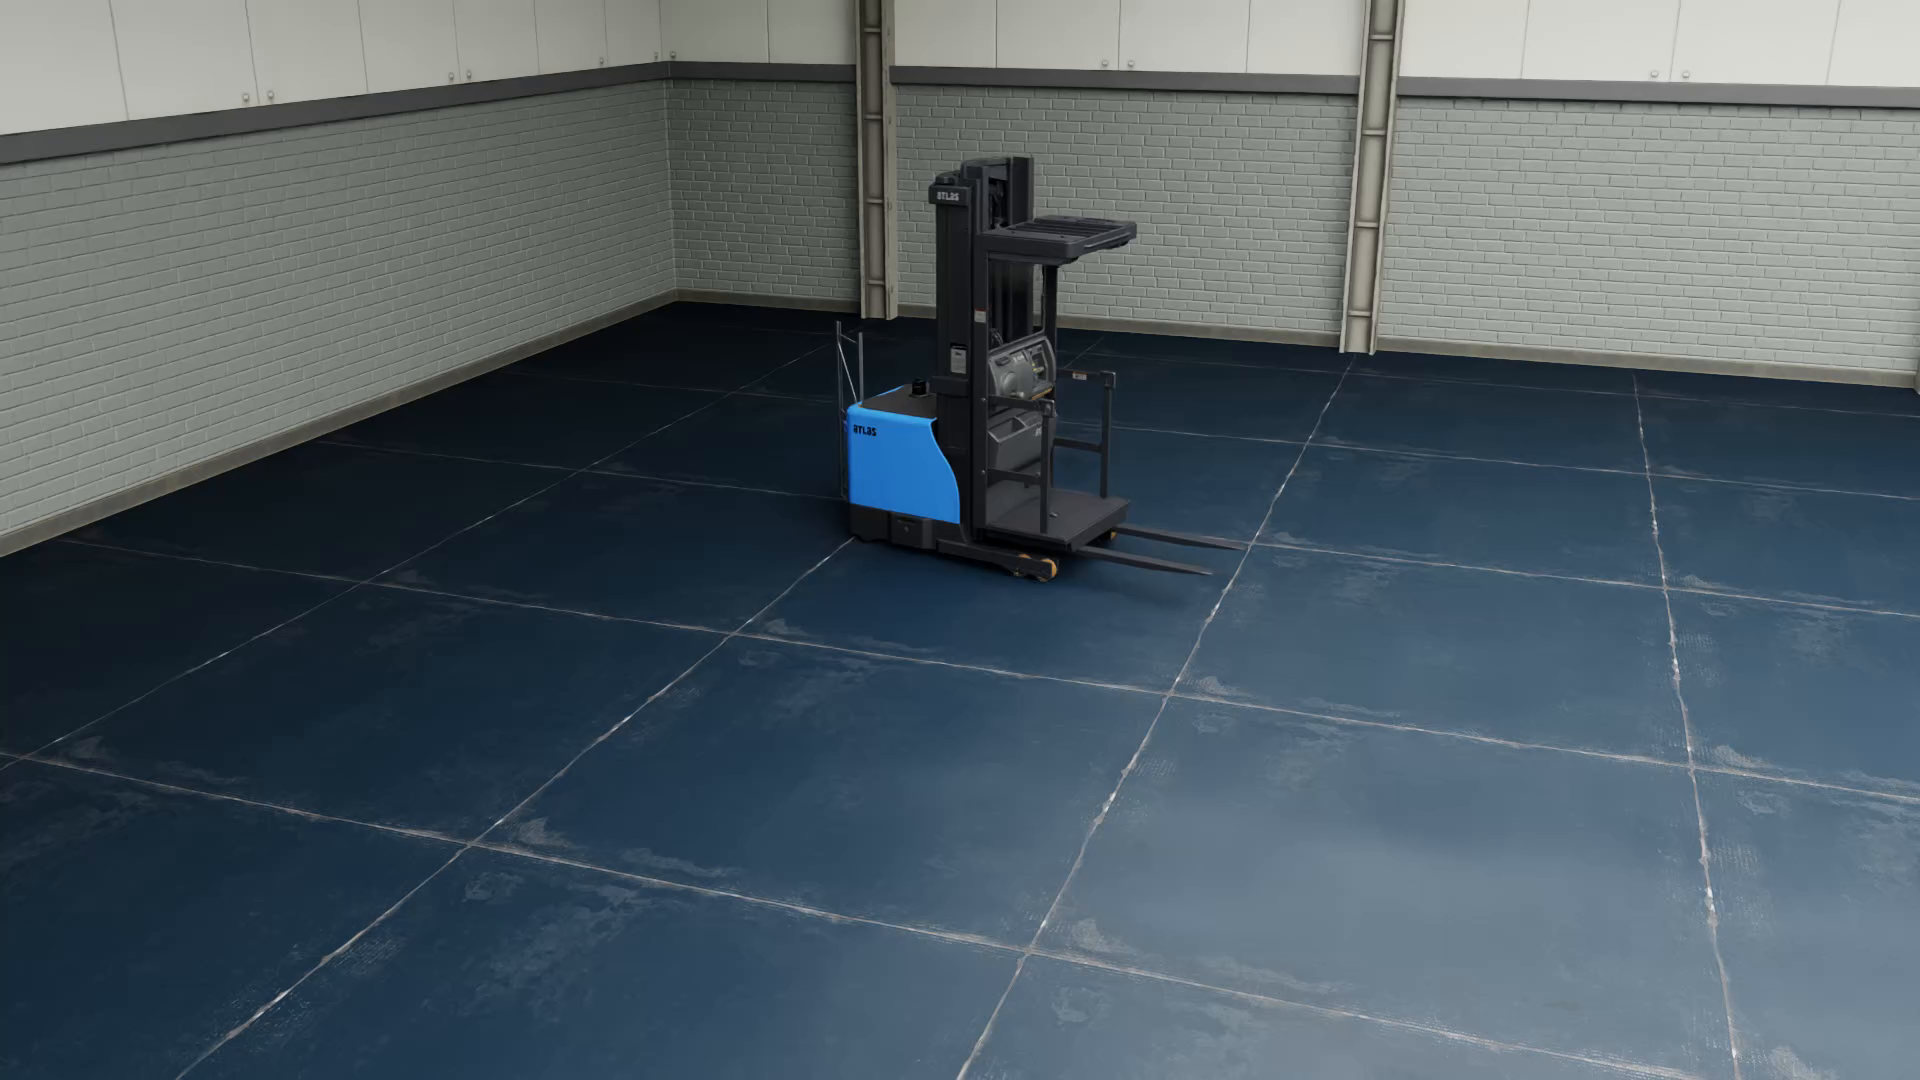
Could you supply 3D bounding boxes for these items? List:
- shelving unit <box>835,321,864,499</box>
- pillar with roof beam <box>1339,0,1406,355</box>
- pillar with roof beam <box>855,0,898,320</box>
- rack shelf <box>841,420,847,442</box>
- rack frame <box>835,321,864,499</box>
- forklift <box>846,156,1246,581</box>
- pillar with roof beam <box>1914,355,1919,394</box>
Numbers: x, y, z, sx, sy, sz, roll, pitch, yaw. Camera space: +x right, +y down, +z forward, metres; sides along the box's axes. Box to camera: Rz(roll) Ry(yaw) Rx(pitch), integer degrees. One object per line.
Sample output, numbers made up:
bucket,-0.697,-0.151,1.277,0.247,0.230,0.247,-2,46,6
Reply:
shelving unit,-0.445,-1.090,13.925,1.048,1.500,0.538,-9,21,-24
pillar with roof beam,3.228,-5.116,14.082,0.400,9.000,9.100,7,20,18
pillar with roof beam,-2.440,-5.764,15.941,0.400,9.000,9.100,7,20,18
rack shelf,-0.445,-0.920,13.984,1.000,0.185,0.538,-9,21,-24
rack frame,-0.902,-1.017,13.714,0.032,1.500,0.500,-9,21,-24
forklift,0.640,-1.279,12.294,3.031,2.935,1.130,11,22,29
pillar with roof beam,8.895,-4.468,12.223,0.400,9.000,9.100,7,20,18
